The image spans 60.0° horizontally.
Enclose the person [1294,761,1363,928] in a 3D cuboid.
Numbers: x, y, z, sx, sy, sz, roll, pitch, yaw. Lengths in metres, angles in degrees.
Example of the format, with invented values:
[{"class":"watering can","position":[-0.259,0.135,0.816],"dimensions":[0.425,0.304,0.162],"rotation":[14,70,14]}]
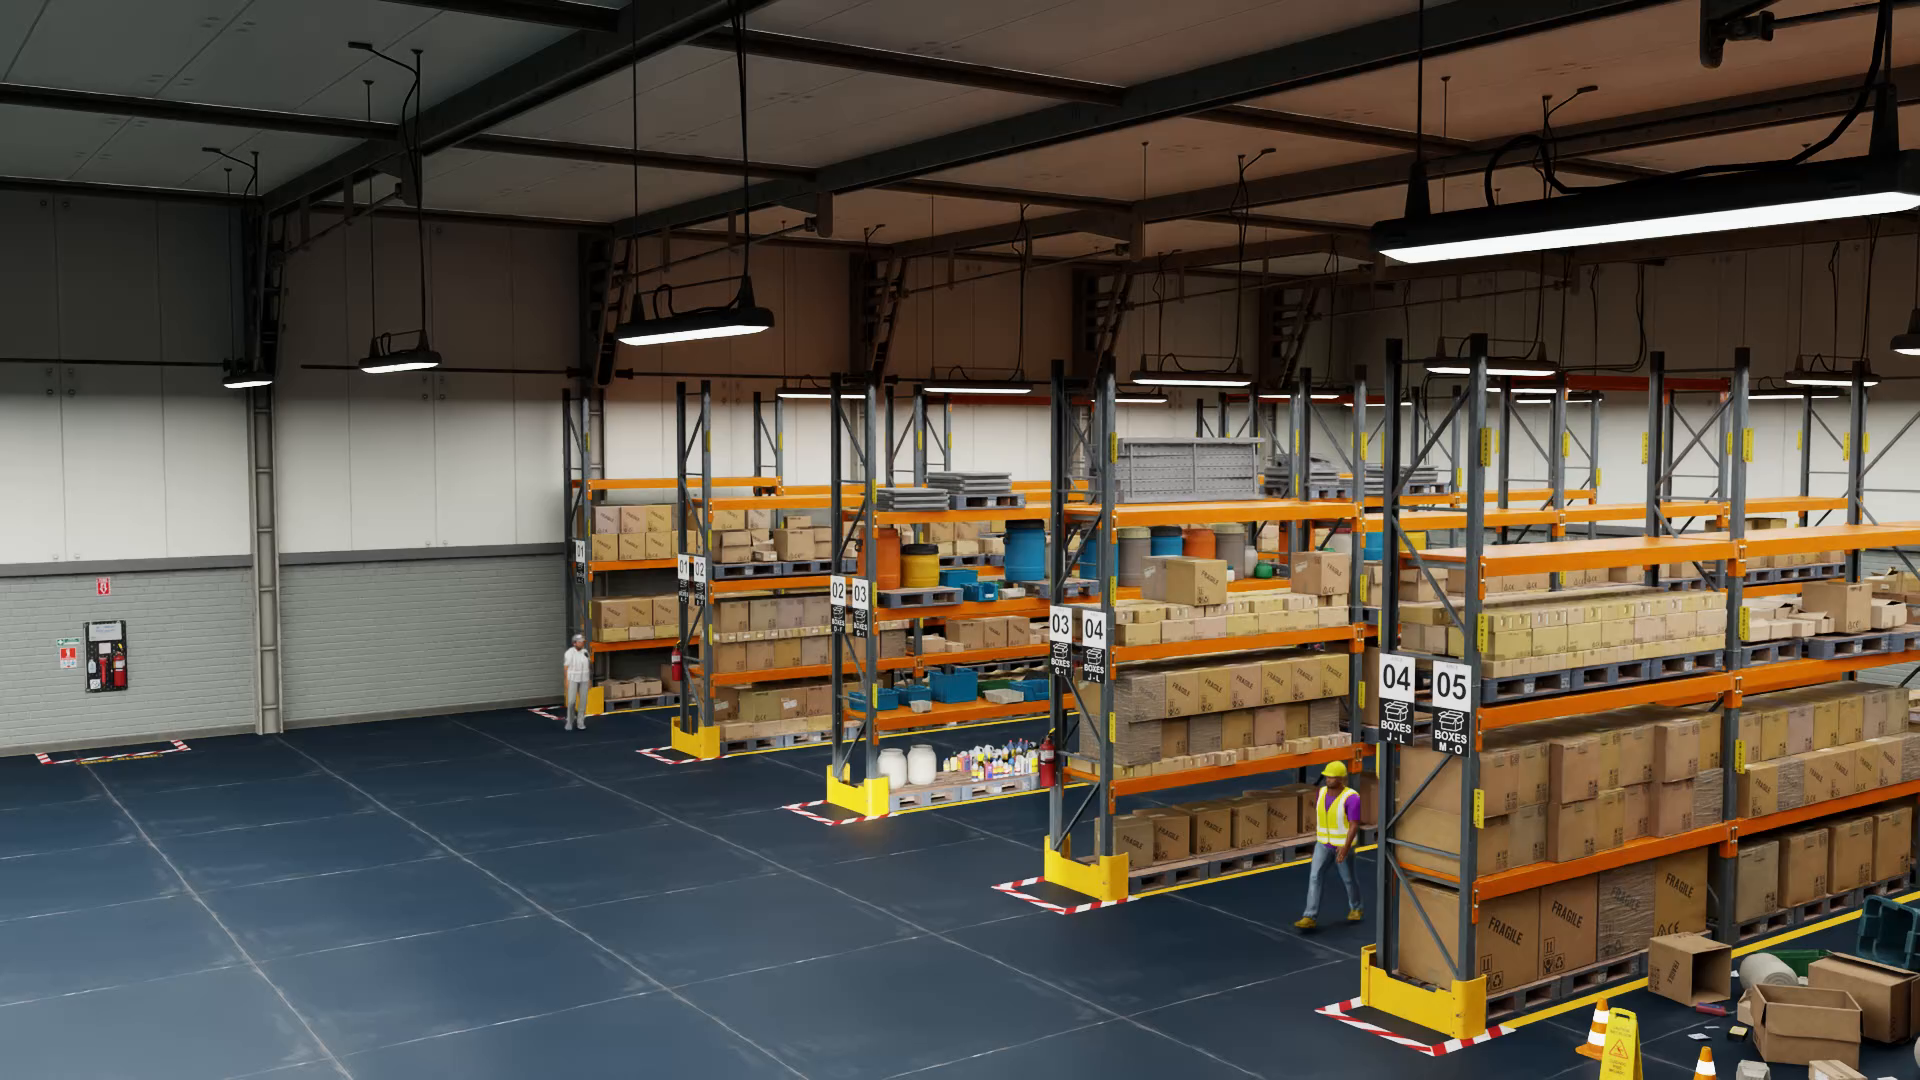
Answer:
[{"class":"person","position":[3.884,3.170,17.355],"dimensions":[0.588,1.716,1.011],"rotation":[4,5,44]}]

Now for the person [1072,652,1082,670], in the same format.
[{"class":"person","position":[2.195,2.158,33.245],"dimensions":[0.671,1.749,0.586],"rotation":[-1,4,-21]}]

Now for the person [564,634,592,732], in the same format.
[{"class":"person","position":[-6.637,2.479,28.902],"dimensions":[0.497,1.686,0.433],"rotation":[-2,4,-33]}]
